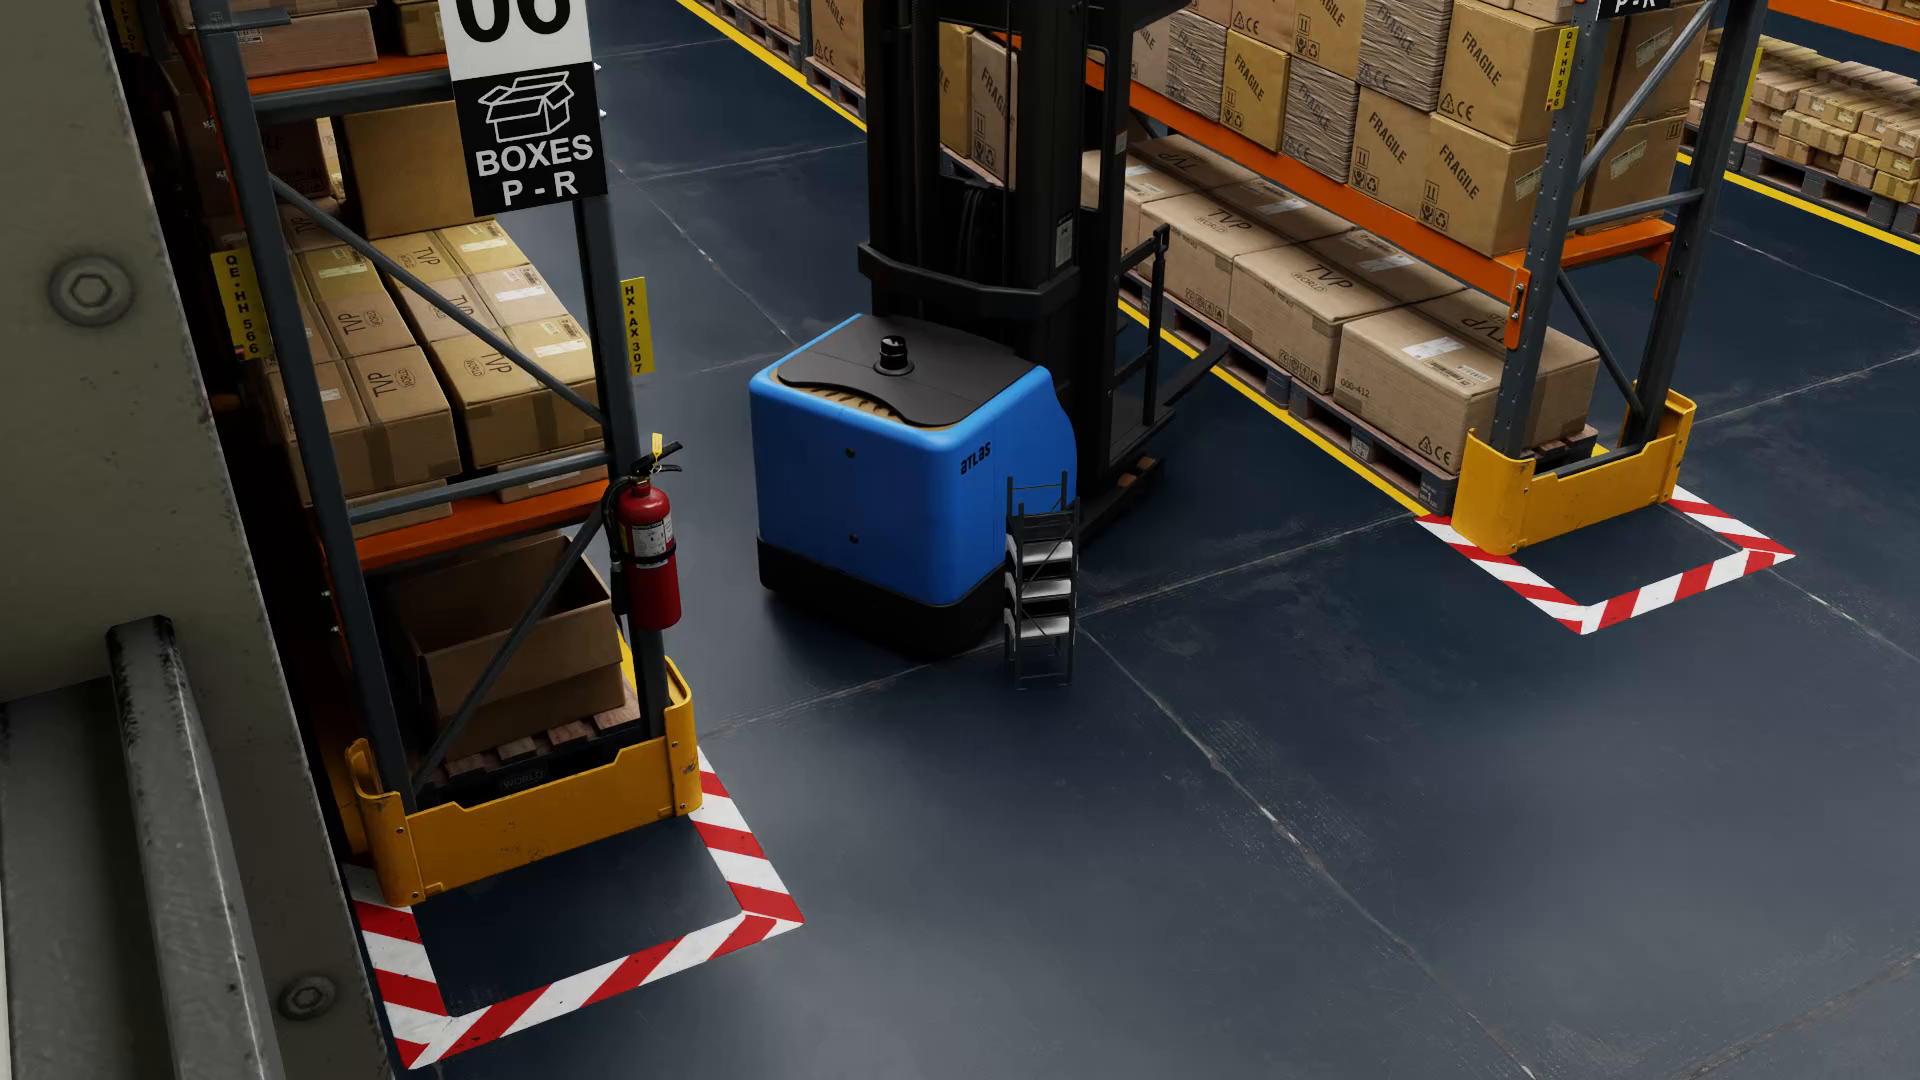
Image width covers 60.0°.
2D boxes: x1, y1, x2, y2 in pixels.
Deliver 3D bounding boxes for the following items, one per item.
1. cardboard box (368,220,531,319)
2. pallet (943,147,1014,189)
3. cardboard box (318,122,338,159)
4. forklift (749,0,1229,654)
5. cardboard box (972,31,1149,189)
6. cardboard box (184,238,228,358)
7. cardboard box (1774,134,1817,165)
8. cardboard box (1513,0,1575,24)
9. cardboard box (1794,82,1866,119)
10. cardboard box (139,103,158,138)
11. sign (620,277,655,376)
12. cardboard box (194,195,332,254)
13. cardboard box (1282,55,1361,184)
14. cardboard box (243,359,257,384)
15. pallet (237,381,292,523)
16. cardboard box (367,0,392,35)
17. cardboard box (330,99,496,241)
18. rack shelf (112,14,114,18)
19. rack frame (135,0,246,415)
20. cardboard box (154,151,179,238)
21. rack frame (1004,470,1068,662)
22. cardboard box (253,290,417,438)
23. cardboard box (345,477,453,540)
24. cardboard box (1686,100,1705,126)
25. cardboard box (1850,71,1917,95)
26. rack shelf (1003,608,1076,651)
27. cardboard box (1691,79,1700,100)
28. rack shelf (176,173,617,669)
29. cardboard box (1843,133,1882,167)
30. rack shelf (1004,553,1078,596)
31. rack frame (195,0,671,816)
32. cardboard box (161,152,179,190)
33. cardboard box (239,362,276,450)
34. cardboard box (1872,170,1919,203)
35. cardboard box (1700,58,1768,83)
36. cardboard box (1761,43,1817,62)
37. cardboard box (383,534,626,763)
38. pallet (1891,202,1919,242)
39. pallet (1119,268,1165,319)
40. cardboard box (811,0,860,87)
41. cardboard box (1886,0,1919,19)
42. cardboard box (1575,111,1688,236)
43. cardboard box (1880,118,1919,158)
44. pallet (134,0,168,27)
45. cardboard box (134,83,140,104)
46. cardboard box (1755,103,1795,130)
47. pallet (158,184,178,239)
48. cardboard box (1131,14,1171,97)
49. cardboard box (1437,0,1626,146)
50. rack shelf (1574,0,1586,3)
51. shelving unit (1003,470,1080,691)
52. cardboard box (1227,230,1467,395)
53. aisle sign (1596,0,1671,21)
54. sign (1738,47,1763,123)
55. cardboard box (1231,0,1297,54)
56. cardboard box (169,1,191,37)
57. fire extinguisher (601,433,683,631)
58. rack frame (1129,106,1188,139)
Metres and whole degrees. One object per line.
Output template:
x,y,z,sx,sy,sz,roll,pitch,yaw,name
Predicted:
-1.952,-0.994,6.404,0.500,0.250,0.500,-17,36,-24,cardboard box
0.594,-2.500,11.476,1.003,0.211,1.213,-16,36,-23,pallet
-2.669,-1.720,7.537,0.500,0.250,0.500,-16,36,-23,cardboard box
0.344,-1.515,7.417,1.130,2.935,3.031,20,38,28,forklift
0.661,-2.883,11.069,0.875,0.875,0.875,-15,35,-22,cardboard box
-3.859,-1.359,9.038,0.500,0.500,0.500,-16,36,-23,cardboard box
5.879,-2.731,11.505,0.380,0.149,0.250,-17,36,-24,cardboard box
2.541,-2.273,6.916,0.380,0.149,0.250,-15,36,-22,cardboard box
5.956,-3.004,11.380,0.380,0.149,0.250,-17,37,-25,cardboard box
-4.935,-2.669,10.481,0.380,0.149,0.250,-18,37,-25,cardboard box
-1.024,-0.667,5.227,0.100,0.325,0.005,-16,36,-23,sign
-2.898,-1.348,6.957,0.500,0.250,0.500,-15,36,-22,cardboard box
1.957,-2.108,8.187,0.500,0.500,0.500,-15,36,-22,cardboard box
-2.561,-0.750,6.392,0.380,0.149,0.250,-16,36,-23,cardboard box
-3.049,-0.572,8.468,1.003,0.211,1.213,-16,36,-23,pallet
-1.592,-1.652,5.020,0.380,0.149,0.250,-15,36,-22,cardboard box
-2.177,-1.544,6.567,0.500,0.500,0.500,-15,36,-22,cardboard box
-6.166,-4.635,12.891,1.077,0.370,4.000,-16,36,-23,rack shelf
-3.369,-2.075,8.227,1.000,3.000,0.127,-16,36,-23,rack frame
-4.576,-2.102,10.198,0.500,0.500,0.500,-17,36,-25,cardboard box
0.303,0.118,6.751,0.240,0.900,0.006,-6,33,-9,rack frame
-2.192,-0.627,5.831,0.500,0.250,0.500,-16,36,-23,cardboard box
-1.896,-0.151,5.457,0.380,0.149,0.250,-16,36,-24,cardboard box
5.524,-3.107,12.093,0.380,0.149,0.250,-16,36,-23,cardboard box
6.422,-3.137,11.587,0.380,0.149,0.250,-17,36,-25,cardboard box
0.322,0.352,6.782,0.258,0.077,0.200,-6,33,-9,rack shelf
5.436,-3.368,12.224,0.380,0.149,0.250,-16,36,-23,cardboard box
-2.436,-0.817,6.932,1.077,0.370,4.000,-16,36,-23,rack shelf
6.119,-2.610,11.040,0.380,0.149,0.250,-14,35,-21,cardboard box
0.322,0.125,6.636,0.258,0.077,0.200,-6,33,-9,rack shelf
-1.504,-0.166,5.248,1.000,3.000,0.127,-16,36,-23,rack frame
-4.437,-2.182,9.722,0.380,0.149,0.250,-15,36,-22,cardboard box
-3.270,-0.745,8.255,0.500,0.311,0.500,-15,35,-21,cardboard box
6.230,-2.350,10.911,0.380,0.149,0.250,-18,37,-25,cardboard box
5.567,-3.374,11.957,0.380,0.149,0.250,-16,36,-24,cardboard box
6.025,-3.512,12.173,0.380,0.149,0.250,-16,36,-24,cardboard box
-1.705,0.393,6.301,0.797,0.503,0.637,-17,37,-25,cardboard box
6.835,-1.968,10.646,1.003,0.211,1.213,-16,36,-23,pallet
1.306,-1.768,10.334,1.003,0.211,1.213,-16,36,-23,pallet
-0.596,-4.166,13.071,0.875,0.875,0.875,-16,36,-24,cardboard box
6.155,-3.447,10.603,0.380,0.149,0.250,-15,36,-22,cardboard box
2.916,-1.759,7.643,0.500,0.500,0.500,-16,36,-23,cardboard box
6.208,-2.605,10.757,0.380,0.149,0.250,-15,35,-21,cardboard box
-4.856,-3.597,10.781,1.213,0.211,1.003,-16,36,-23,pallet
-5.285,-2.836,11.344,0.500,0.500,0.500,-15,35,-21,cardboard box
5.812,-2.994,11.641,0.380,0.149,0.250,-14,35,-21,cardboard box
-4.919,-2.444,11.388,1.003,0.211,1.213,-16,36,-23,pallet
1.239,-2.836,9.323,0.500,0.500,0.500,-16,36,-23,cardboard box
2.450,-2.049,7.168,0.500,0.500,0.500,-15,35,-22,cardboard box
1.953,-3.331,8.074,1.077,0.370,4.000,-16,36,-23,rack shelf
0.322,0.172,6.667,0.258,0.900,0.210,-6,33,-9,shelving unit
2.055,-1.238,8.908,0.875,0.438,0.875,-15,36,-22,cardboard box
2.645,-2.398,6.323,0.394,0.787,0.004,-16,36,-23,aisle sign
3.379,-1.951,7.158,0.100,0.325,0.005,-16,36,-23,sign
1.720,-2.769,8.291,0.500,0.500,0.500,-16,36,-23,cardboard box
-2.175,-1.644,5.007,0.380,0.149,0.250,-15,36,-22,cardboard box
-1.026,-0.022,5.441,0.296,0.674,0.183,-16,36,-23,fire extinguisher
1.021,-3.325,10.179,1.000,3.000,0.127,-16,36,-23,rack frame
